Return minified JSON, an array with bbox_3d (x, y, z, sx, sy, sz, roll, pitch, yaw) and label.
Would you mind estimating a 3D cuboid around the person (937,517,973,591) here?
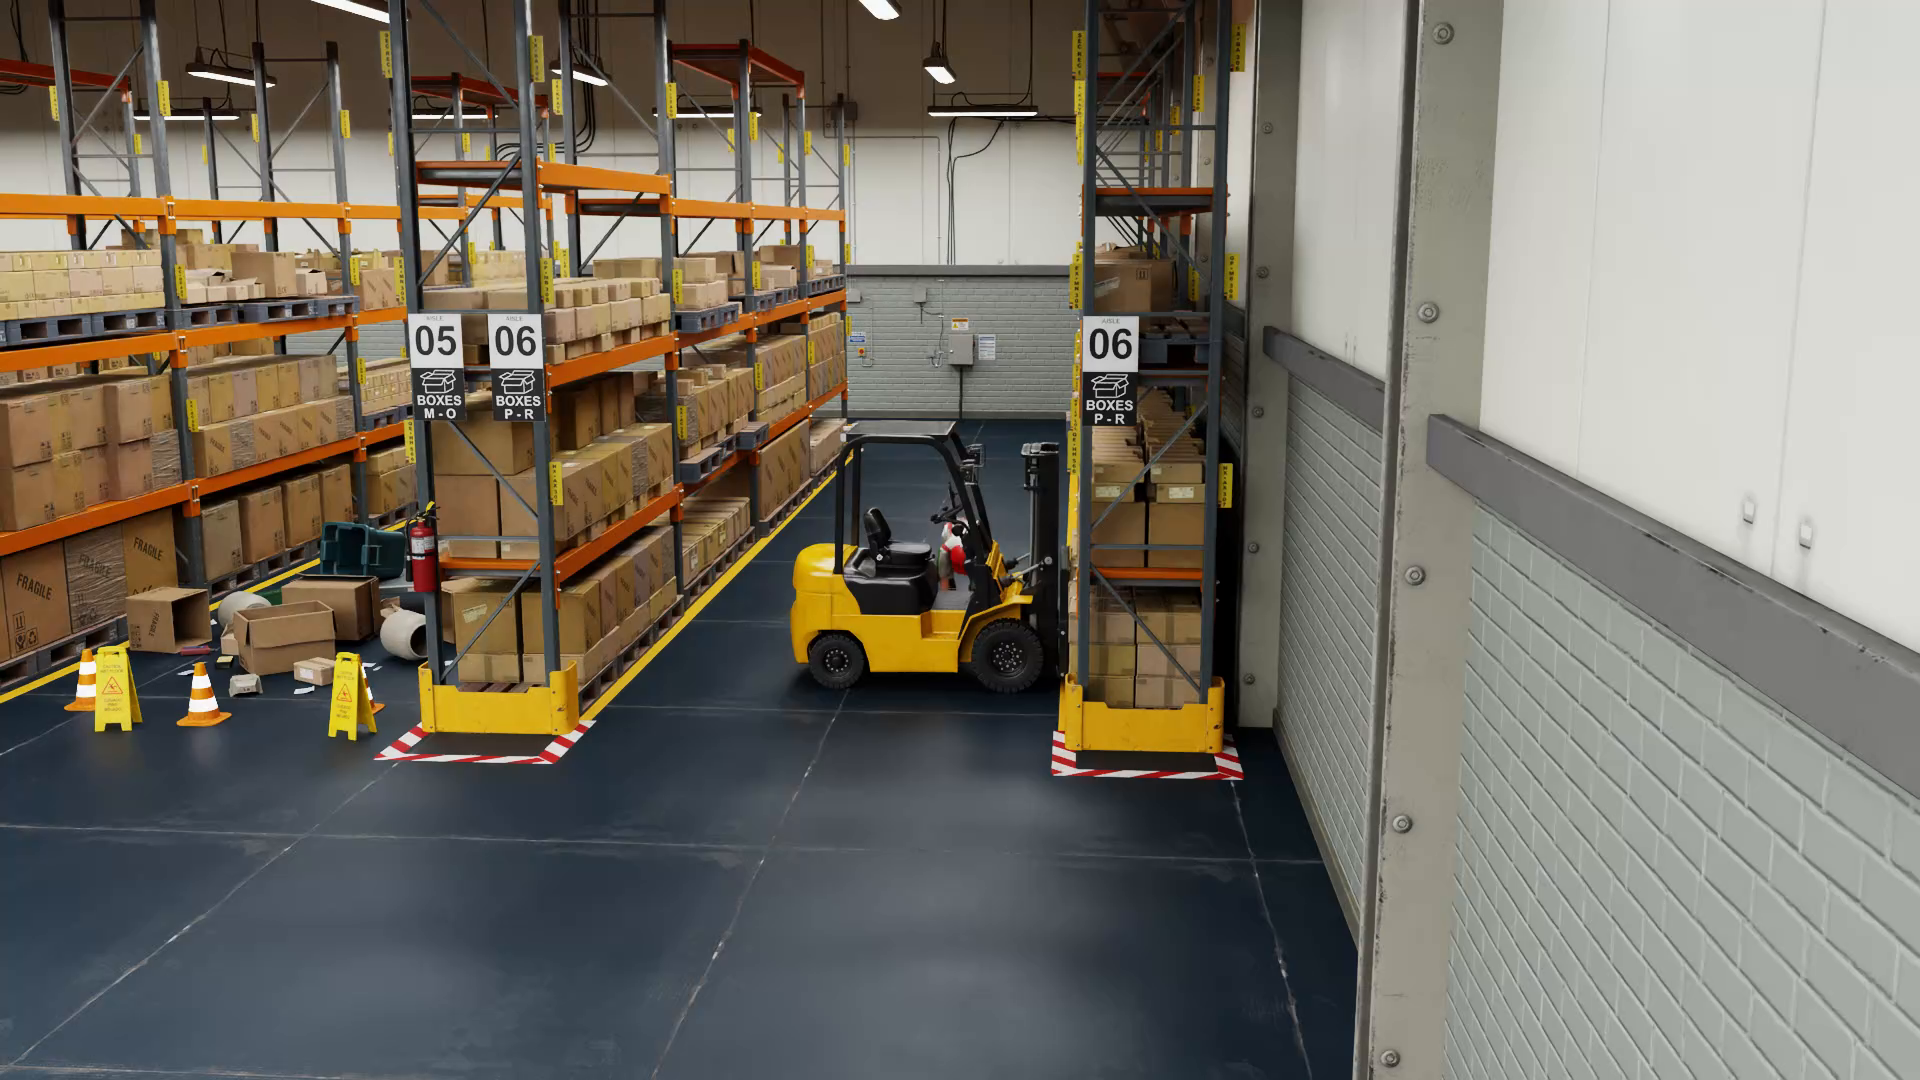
[{"bbox_3d":[0.023,0.324,16.189,0.510,1.024,0.955,0,11,1],"label":"person"}]
